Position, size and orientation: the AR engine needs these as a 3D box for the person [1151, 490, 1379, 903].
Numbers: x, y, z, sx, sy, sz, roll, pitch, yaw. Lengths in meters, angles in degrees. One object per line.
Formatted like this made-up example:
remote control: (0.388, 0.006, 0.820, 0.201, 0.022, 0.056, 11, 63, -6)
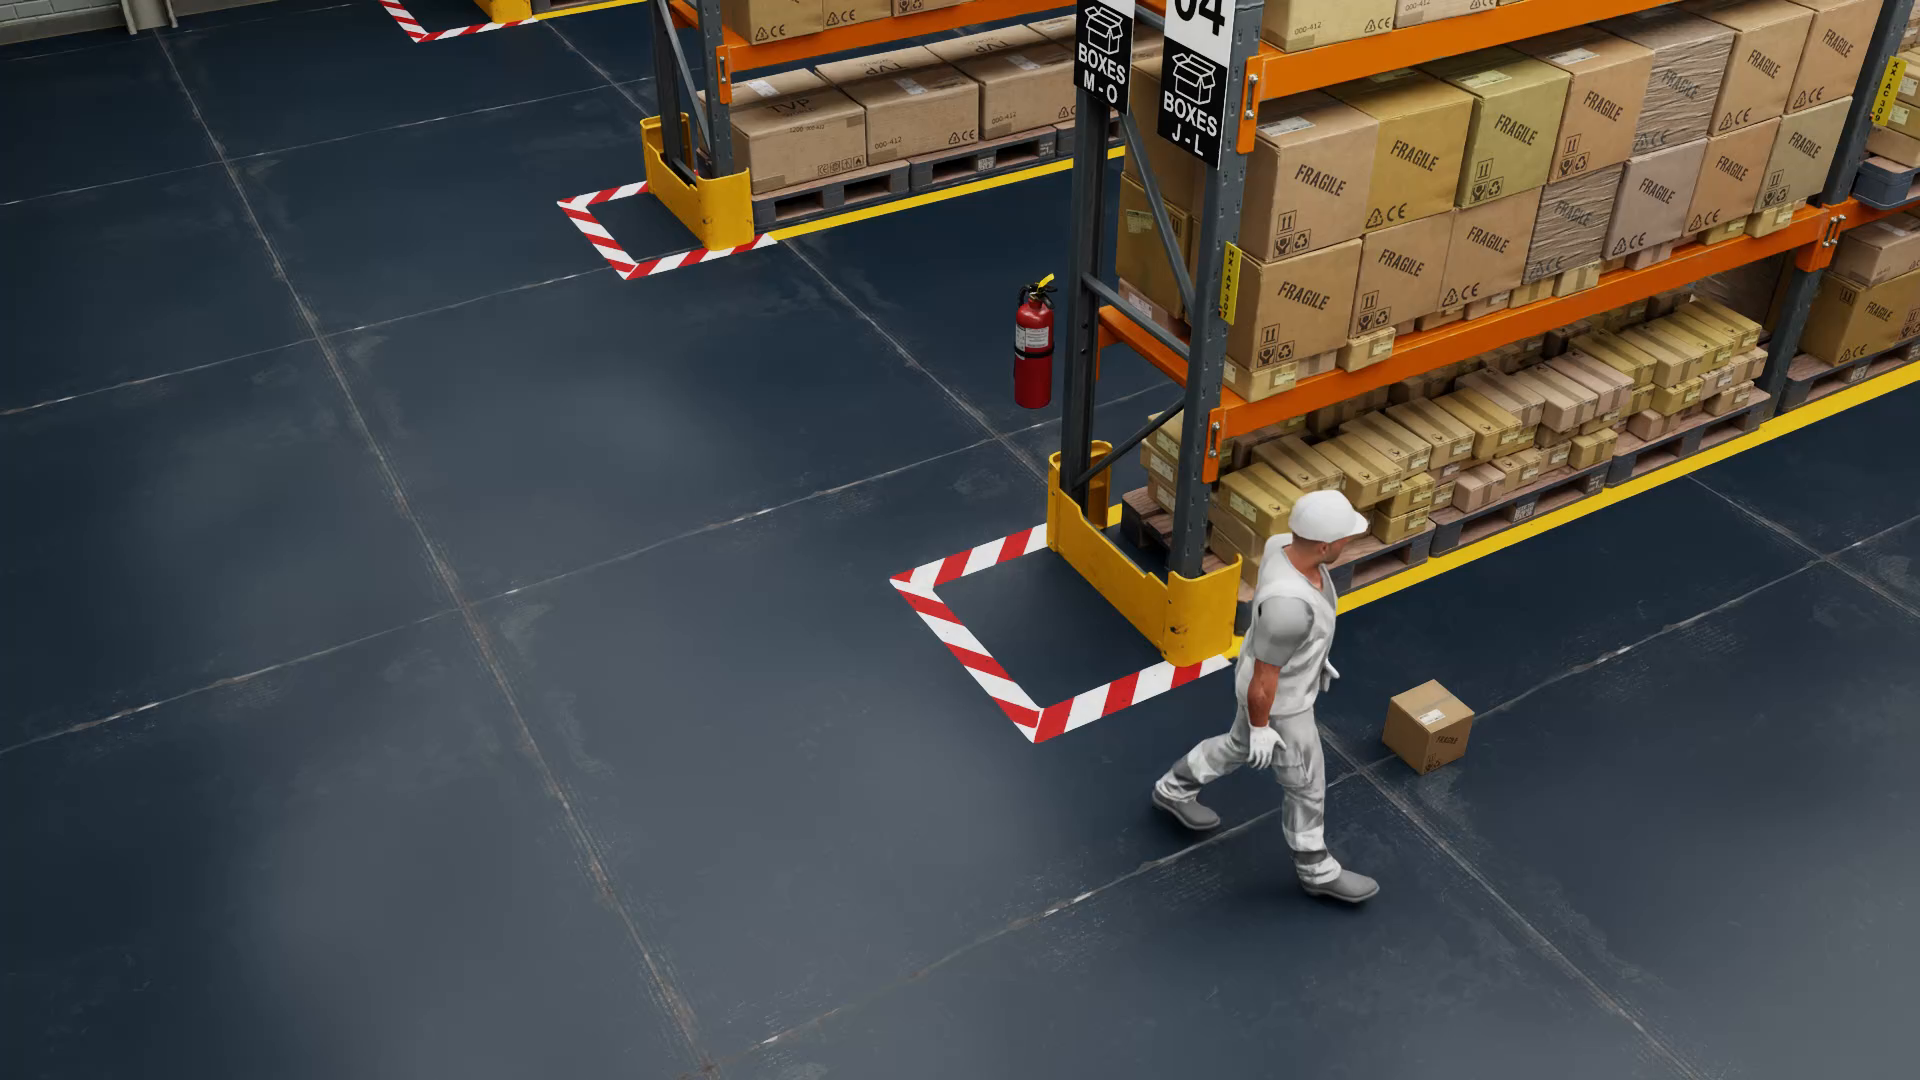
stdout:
person: (1.206, 0.560, 6.163, 0.934, 1.755, 0.574, 9, 37, 11)
